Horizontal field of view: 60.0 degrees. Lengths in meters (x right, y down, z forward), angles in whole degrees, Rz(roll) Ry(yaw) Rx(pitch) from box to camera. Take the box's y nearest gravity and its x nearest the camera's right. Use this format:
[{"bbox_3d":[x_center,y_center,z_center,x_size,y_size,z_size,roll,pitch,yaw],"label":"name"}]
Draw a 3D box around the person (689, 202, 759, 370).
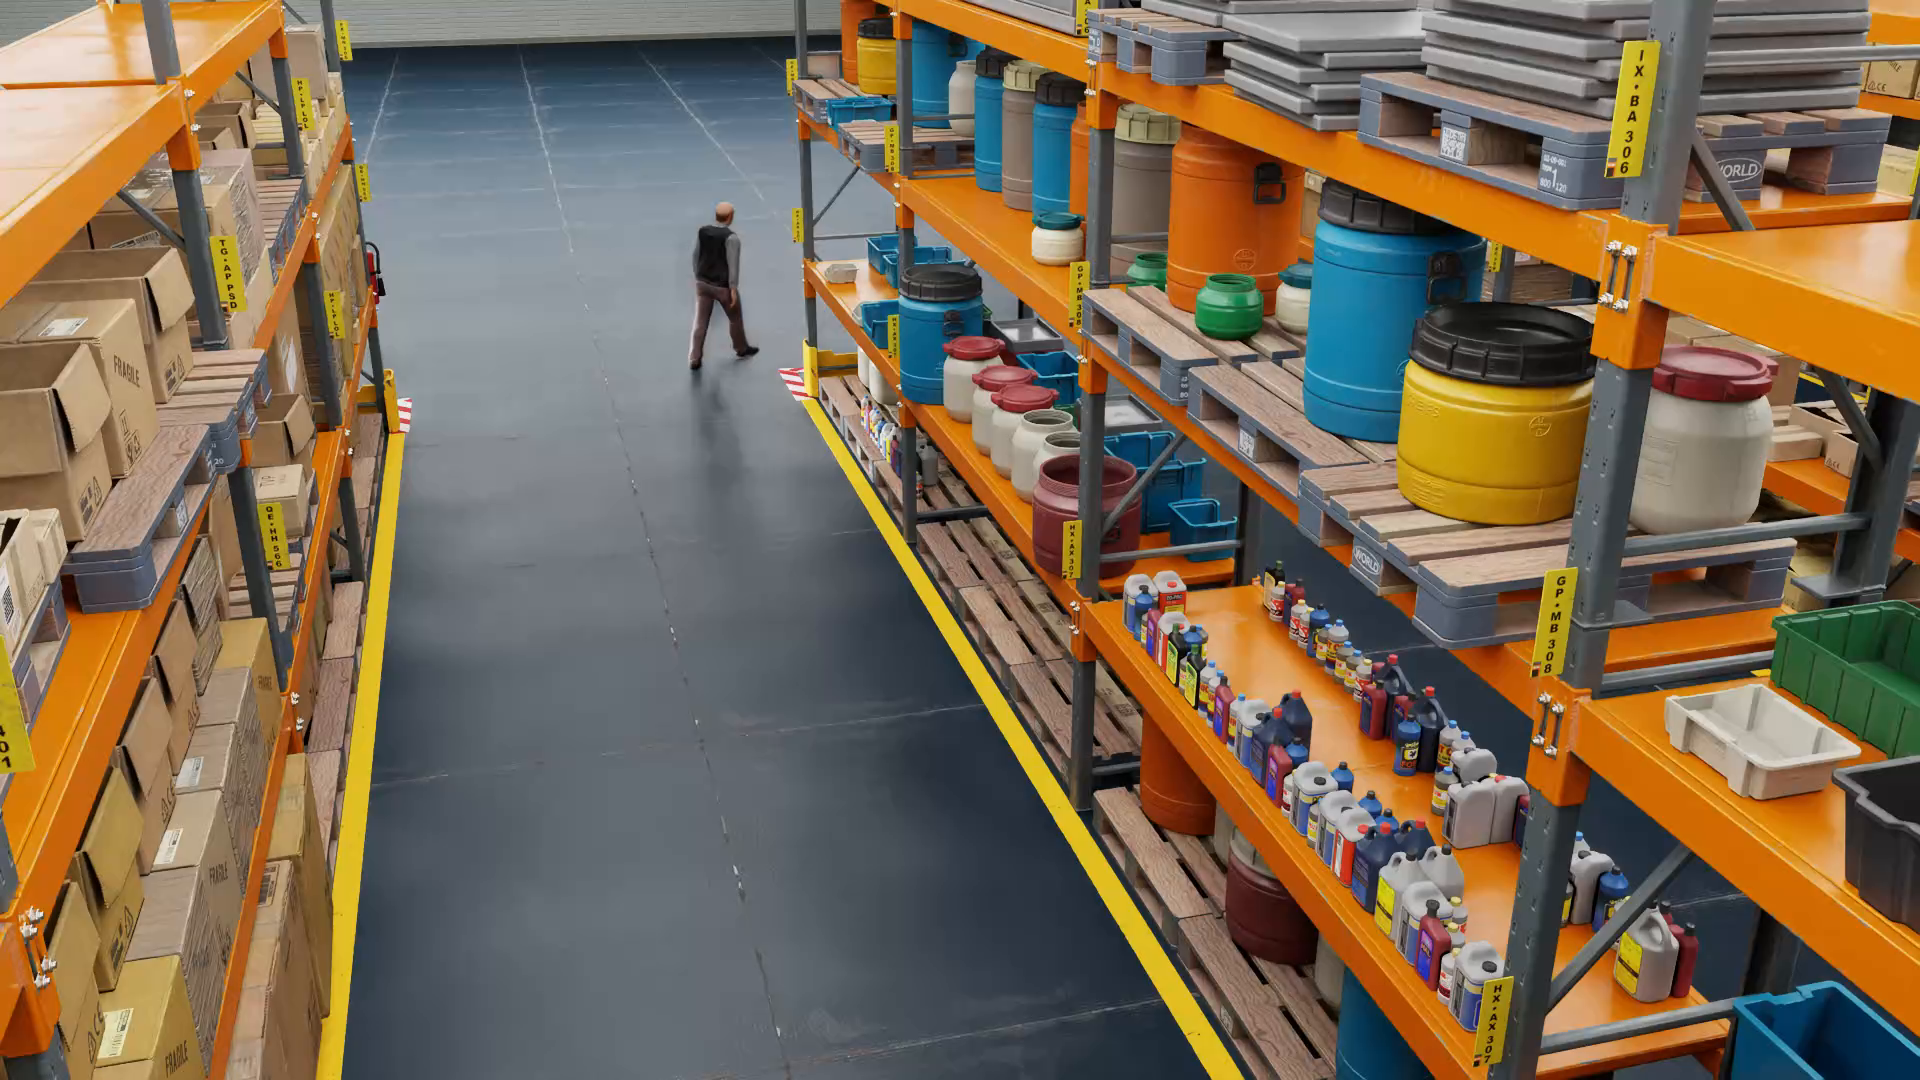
[{"bbox_3d":[-2.447,-2.615,16.920,0.616,1.665,0.960,7,24,17],"label":"person"}]
